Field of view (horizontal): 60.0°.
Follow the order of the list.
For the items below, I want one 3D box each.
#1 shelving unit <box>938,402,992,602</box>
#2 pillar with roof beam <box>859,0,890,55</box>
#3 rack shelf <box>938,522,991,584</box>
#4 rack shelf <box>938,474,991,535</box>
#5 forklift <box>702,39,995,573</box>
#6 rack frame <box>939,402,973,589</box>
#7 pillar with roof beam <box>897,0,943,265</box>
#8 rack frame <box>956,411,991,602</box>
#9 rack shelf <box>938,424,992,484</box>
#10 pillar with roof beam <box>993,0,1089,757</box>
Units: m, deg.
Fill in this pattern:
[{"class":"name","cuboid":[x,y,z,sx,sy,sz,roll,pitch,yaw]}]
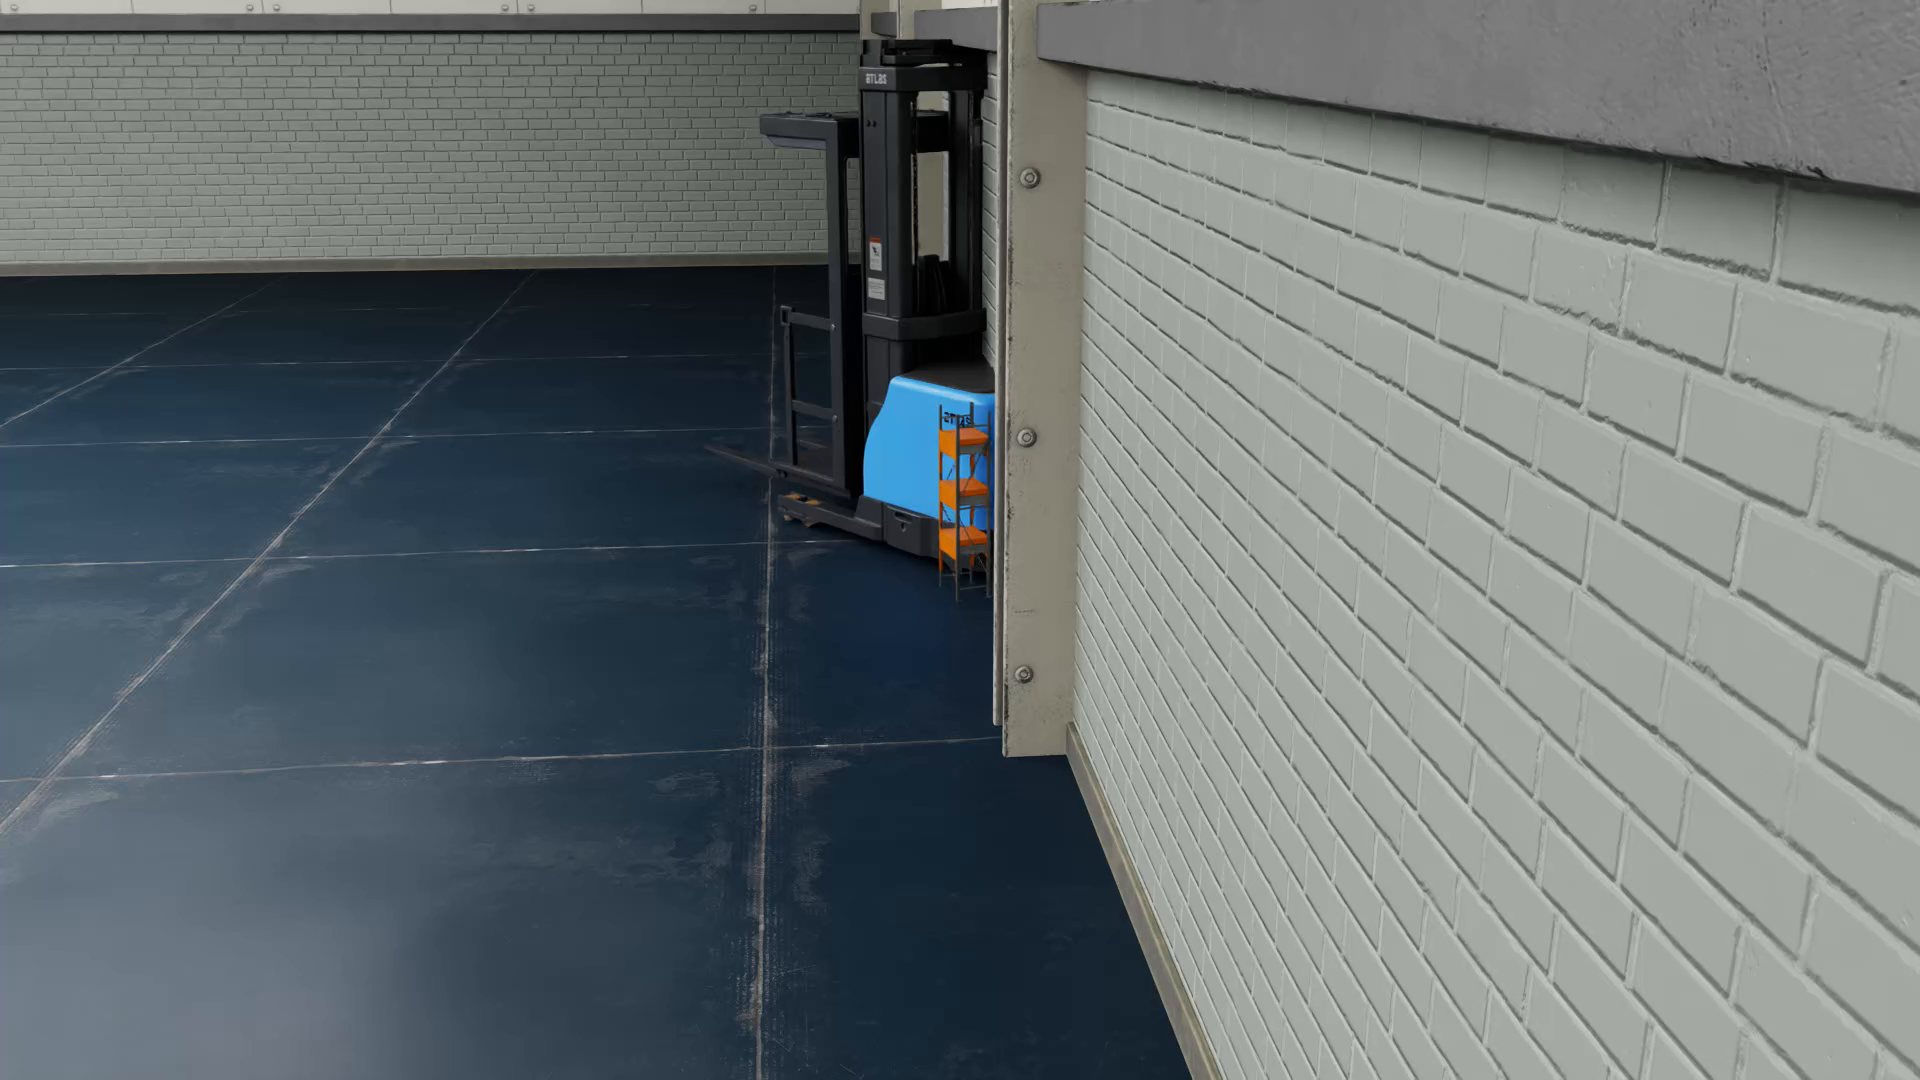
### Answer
[{"class":"shelving unit","cuboid":[0.025,-0.206,9.080,0.215,1.050,0.252,-7,19,-21]},{"class":"pillar with roof beam","cuboid":[-5.196,-6.861,17.009,9.100,9.000,0.400,-2,18,-6]},{"class":"rack shelf","cuboid":[0.025,0.069,9.167,0.215,0.259,0.240,-7,19,-21]},{"class":"rack shelf","cuboid":[0.025,-0.196,9.083,0.215,0.259,0.240,-7,19,-21]},{"class":"forklift","cuboid":[-0.513,-1.575,10.299,1.130,2.935,3.031,-16,23,-40]},{"class":"rack frame","cuboid":[-0.021,-0.240,9.188,0.200,1.050,0.008,-7,19,-21]},{"class":"pillar with roof beam","cuboid":[-4.577,-5.074,11.315,9.100,9.000,0.400,-2,18,-6]},{"class":"rack frame","cuboid":[0.072,-0.172,8.973,0.200,1.050,0.008,-7,19,-21]},{"class":"rack shelf","cuboid":[0.025,-0.467,8.998,0.215,0.259,0.240,-7,19,-21]},{"class":"pillar with roof beam","cuboid":[-3.958,-3.286,5.621,9.100,9.000,0.400,-2,18,-6]}]
